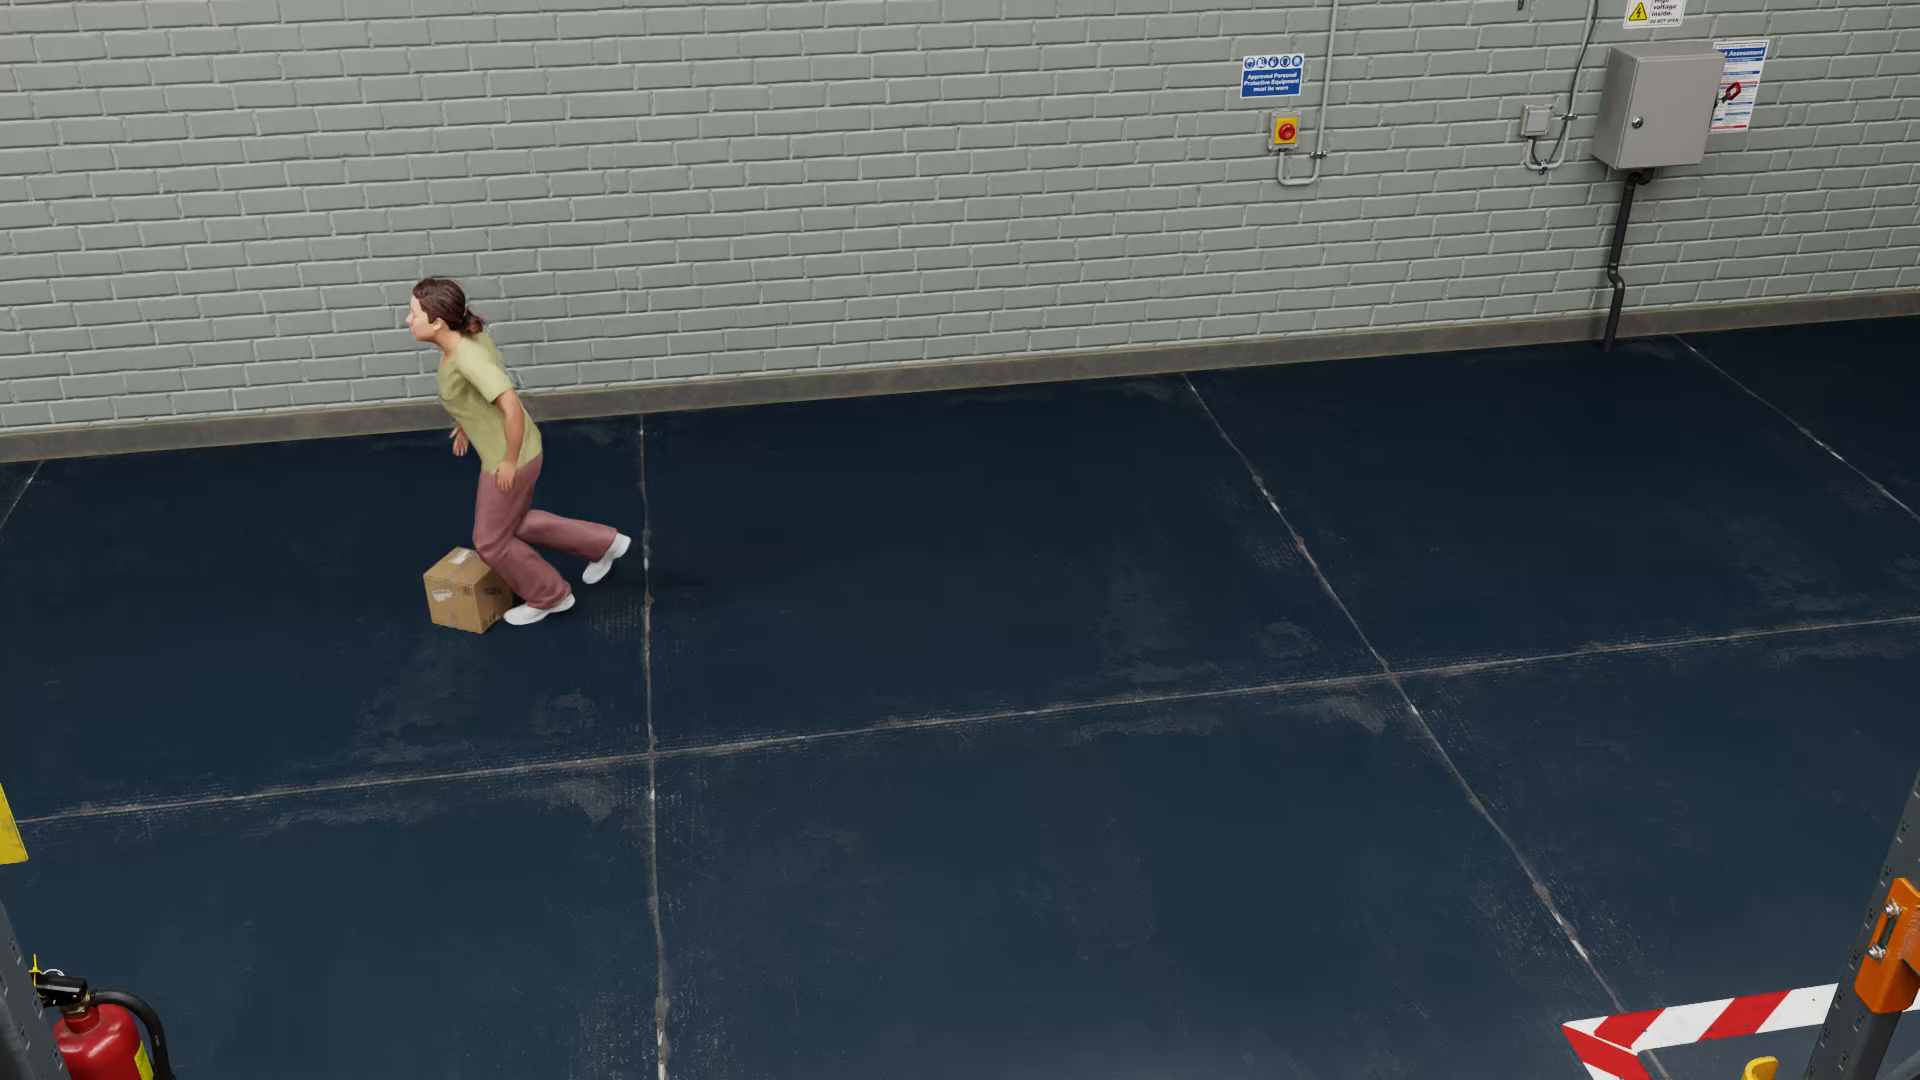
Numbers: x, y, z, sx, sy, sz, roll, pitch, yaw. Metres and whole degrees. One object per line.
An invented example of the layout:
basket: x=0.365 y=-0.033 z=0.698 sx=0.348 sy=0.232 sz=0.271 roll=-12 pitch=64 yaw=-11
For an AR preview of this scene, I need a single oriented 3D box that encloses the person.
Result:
person: x=-1.770 y=-0.344 z=6.812 sx=0.752 sy=1.581 sz=0.585 roll=-8 pitch=32 yaw=-14
